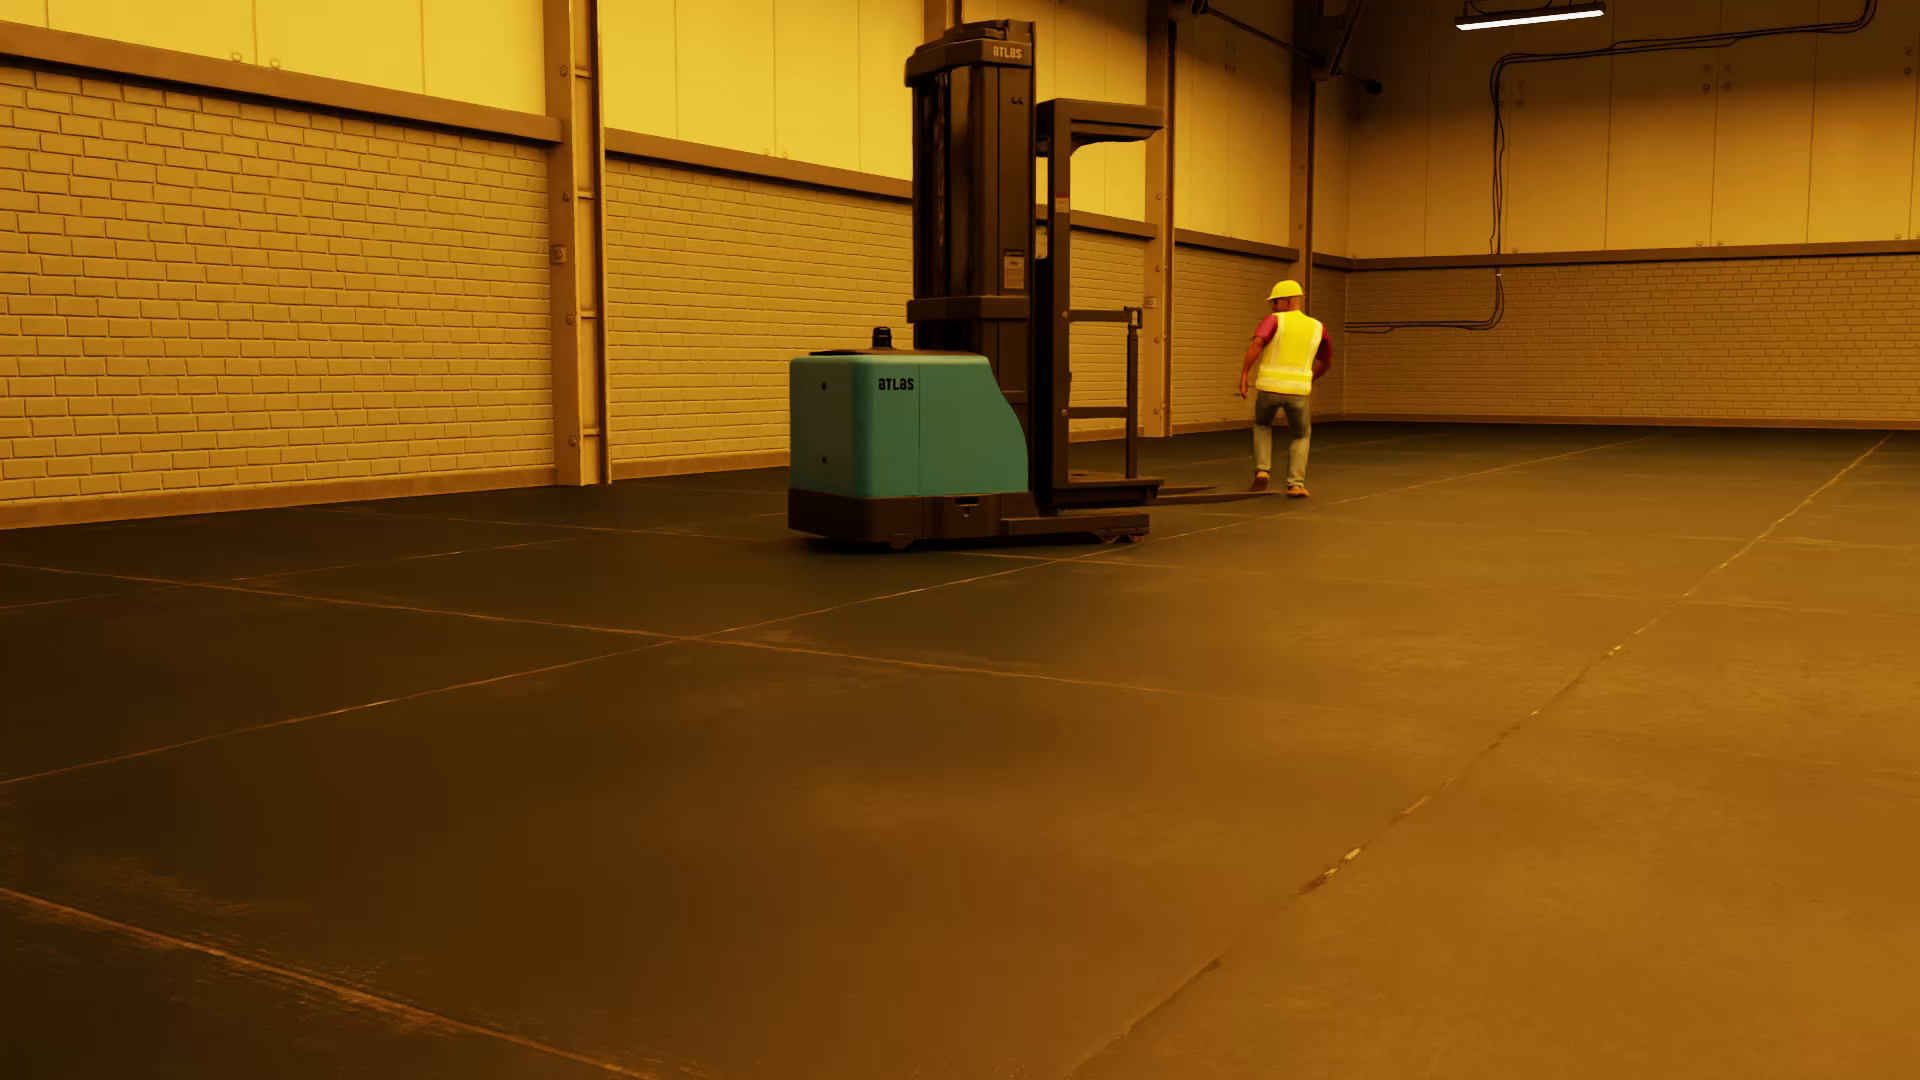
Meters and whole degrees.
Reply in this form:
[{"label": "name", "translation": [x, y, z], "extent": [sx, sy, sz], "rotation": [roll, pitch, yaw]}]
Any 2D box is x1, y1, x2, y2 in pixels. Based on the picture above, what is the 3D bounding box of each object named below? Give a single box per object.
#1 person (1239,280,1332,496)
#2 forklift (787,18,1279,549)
[{"label": "person", "translation": [2.535, -1.167, 13.005], "extent": [0.753, 1.714, 0.753], "rotation": [0, 6, 5]}, {"label": "forklift", "translation": [0.531, -1.490, 9.930], "extent": [3.031, 2.935, 1.130], "rotation": [-3, 7, -29]}]
